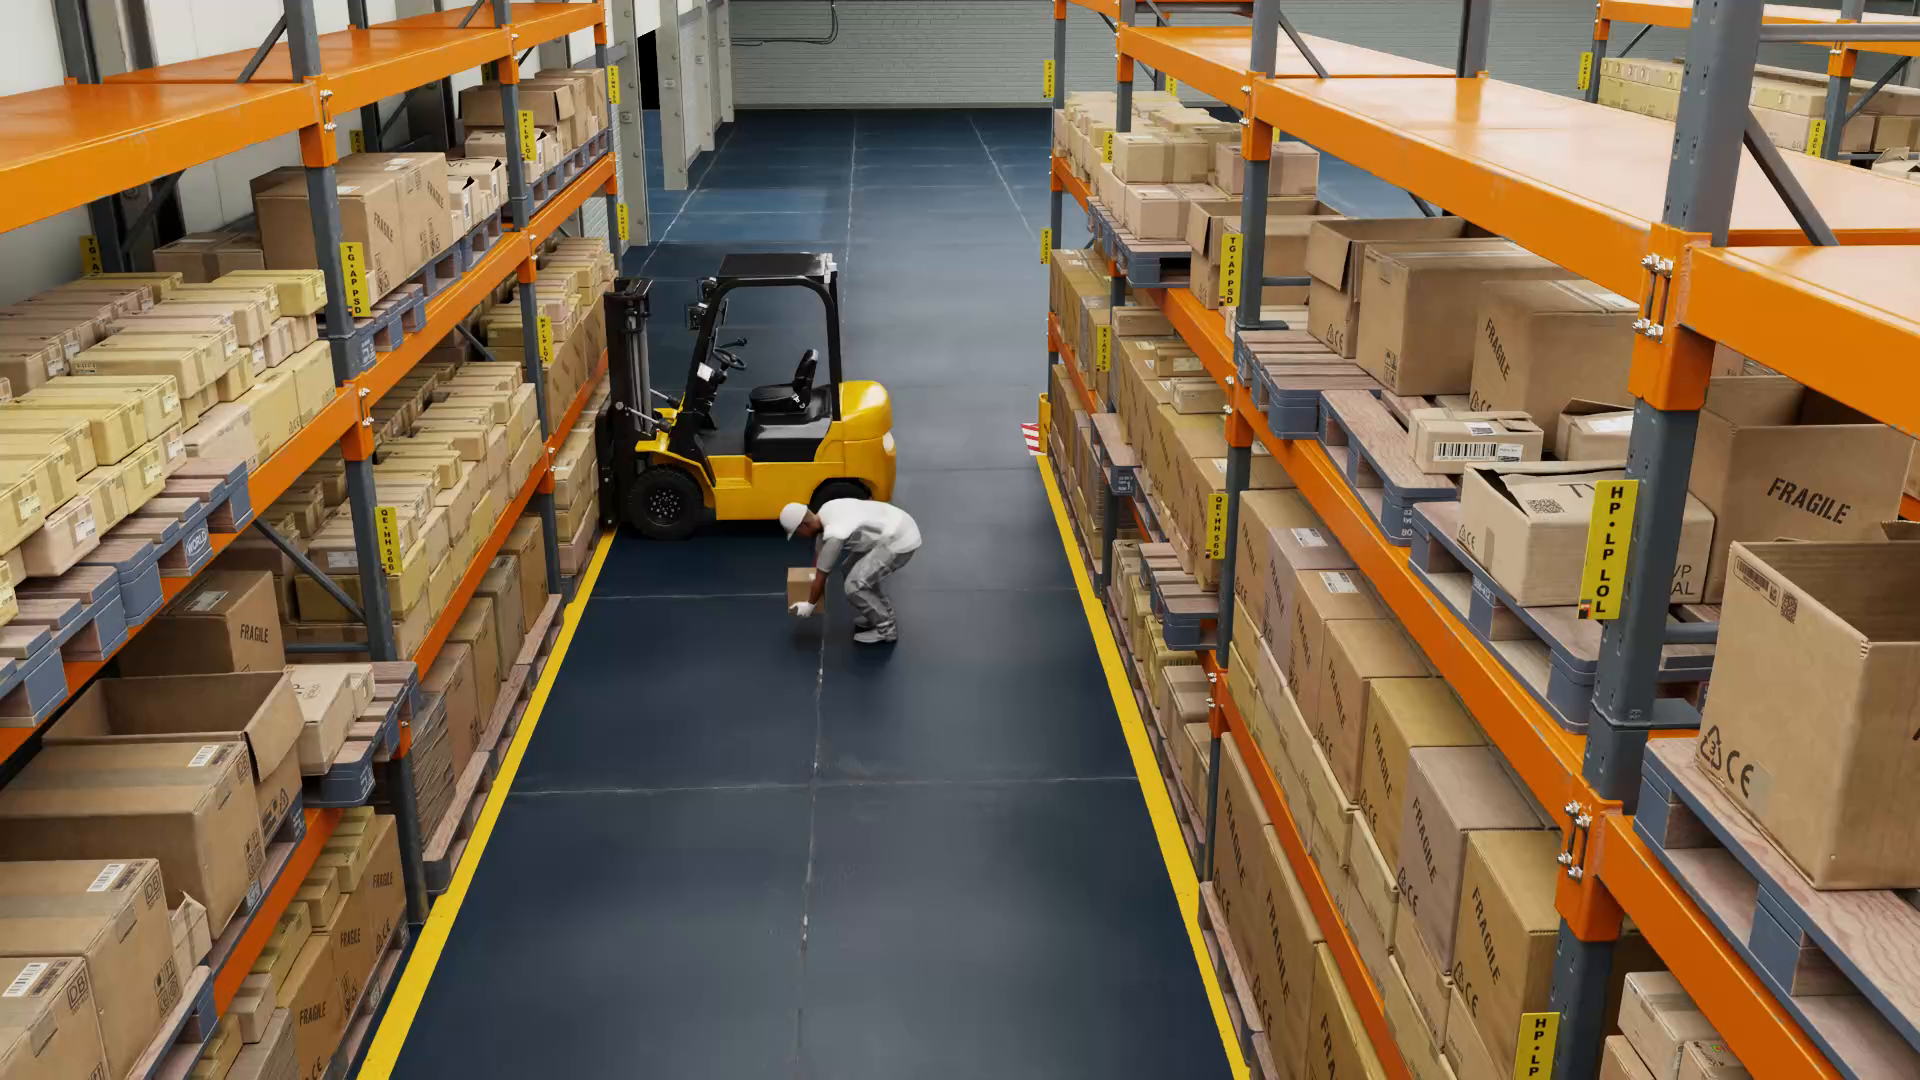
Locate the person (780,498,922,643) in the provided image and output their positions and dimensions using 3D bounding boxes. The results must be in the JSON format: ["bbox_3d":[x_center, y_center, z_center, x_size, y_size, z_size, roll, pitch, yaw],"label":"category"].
[{"bbox_3d":[-0.756,0.203,11.623,0.976,1.005,0.545,-2,20,-5],"label":"person"}]
